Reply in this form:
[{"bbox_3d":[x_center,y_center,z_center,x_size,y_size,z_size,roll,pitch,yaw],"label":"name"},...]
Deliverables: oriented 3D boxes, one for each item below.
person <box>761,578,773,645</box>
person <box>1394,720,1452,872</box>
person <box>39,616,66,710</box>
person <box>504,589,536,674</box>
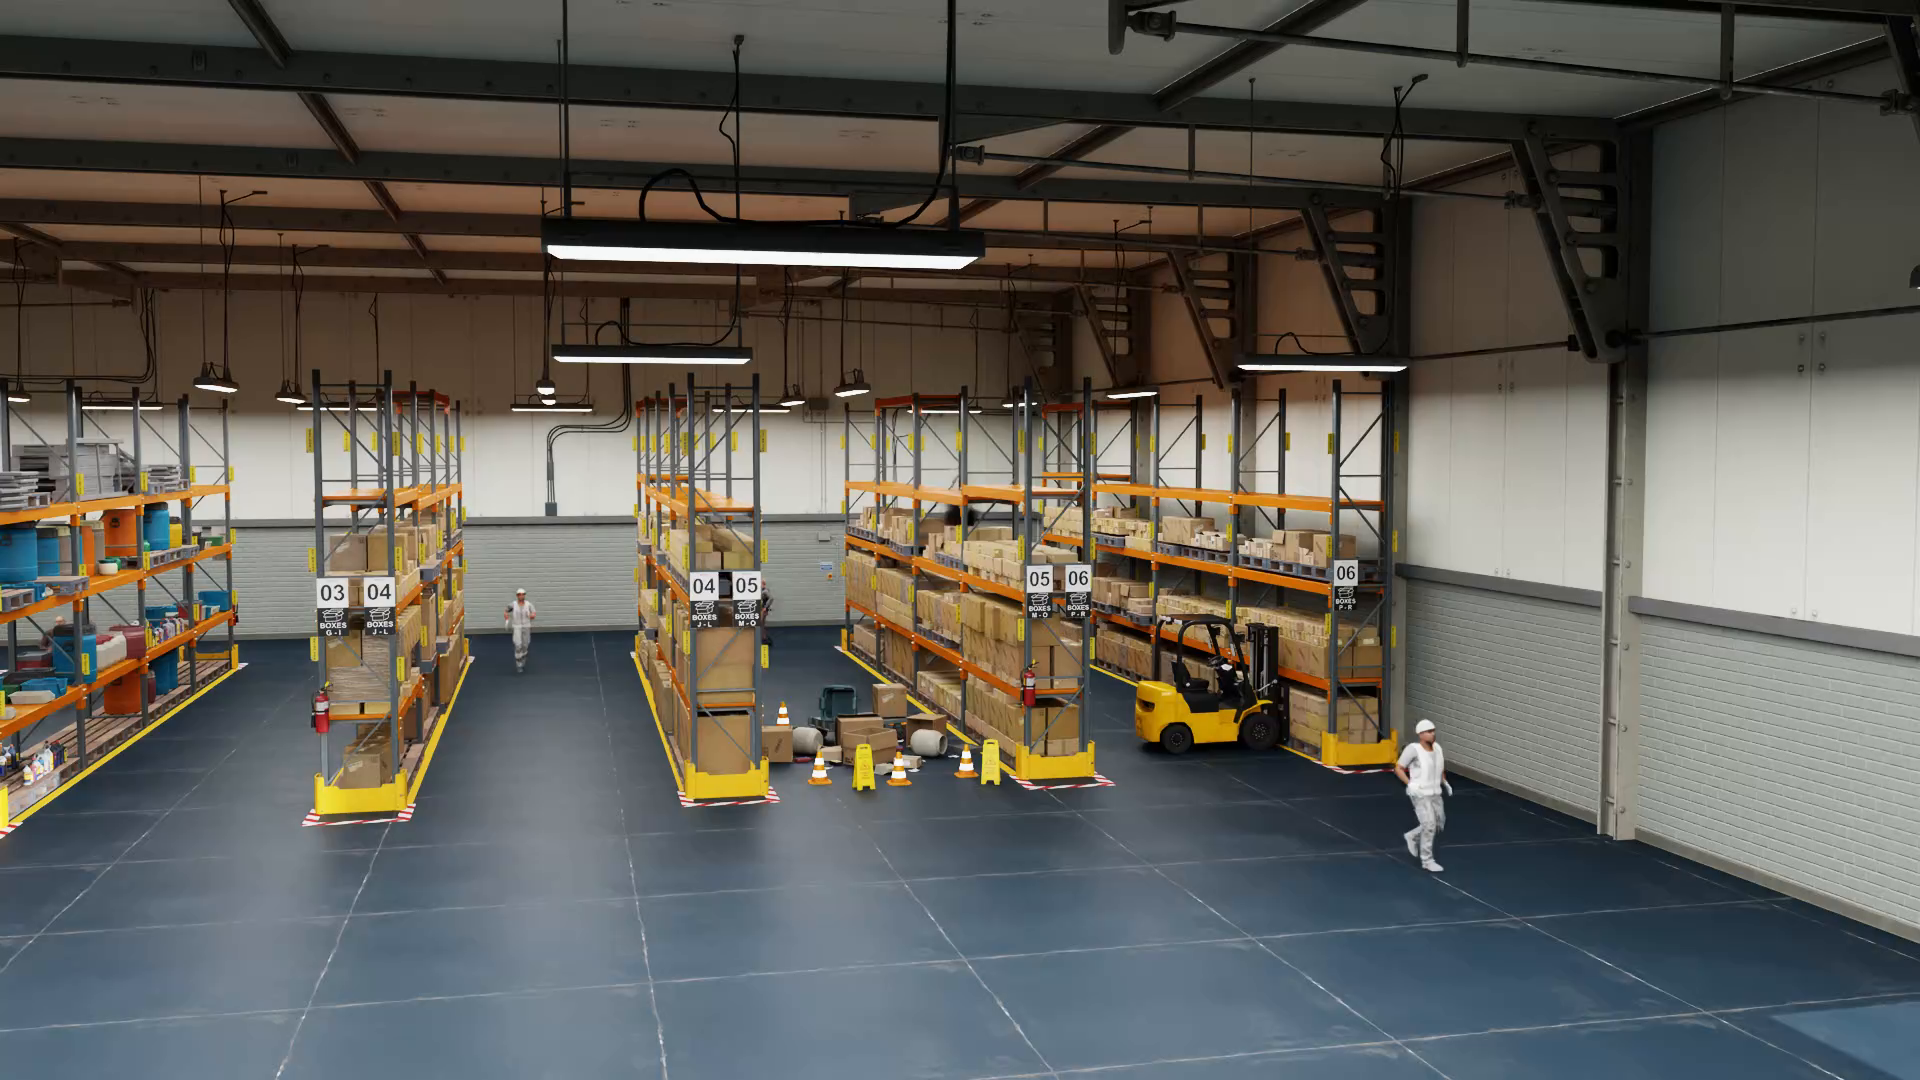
[{"bbox_3d":[-4.928,1.792,40.881,0.697,1.713,0.627,-1,3,-16],"label":"person"},{"bbox_3d":[5.445,2.989,19.624,0.705,1.749,0.696,-2,4,-30],"label":"person"},{"bbox_3d":[-16.987,2.307,31.426,0.718,1.746,0.833,-1,3,-17],"label":"person"},{"bbox_3d":[-9.651,1.981,36.550,0.655,1.832,0.859,-2,4,-26],"label":"person"}]
